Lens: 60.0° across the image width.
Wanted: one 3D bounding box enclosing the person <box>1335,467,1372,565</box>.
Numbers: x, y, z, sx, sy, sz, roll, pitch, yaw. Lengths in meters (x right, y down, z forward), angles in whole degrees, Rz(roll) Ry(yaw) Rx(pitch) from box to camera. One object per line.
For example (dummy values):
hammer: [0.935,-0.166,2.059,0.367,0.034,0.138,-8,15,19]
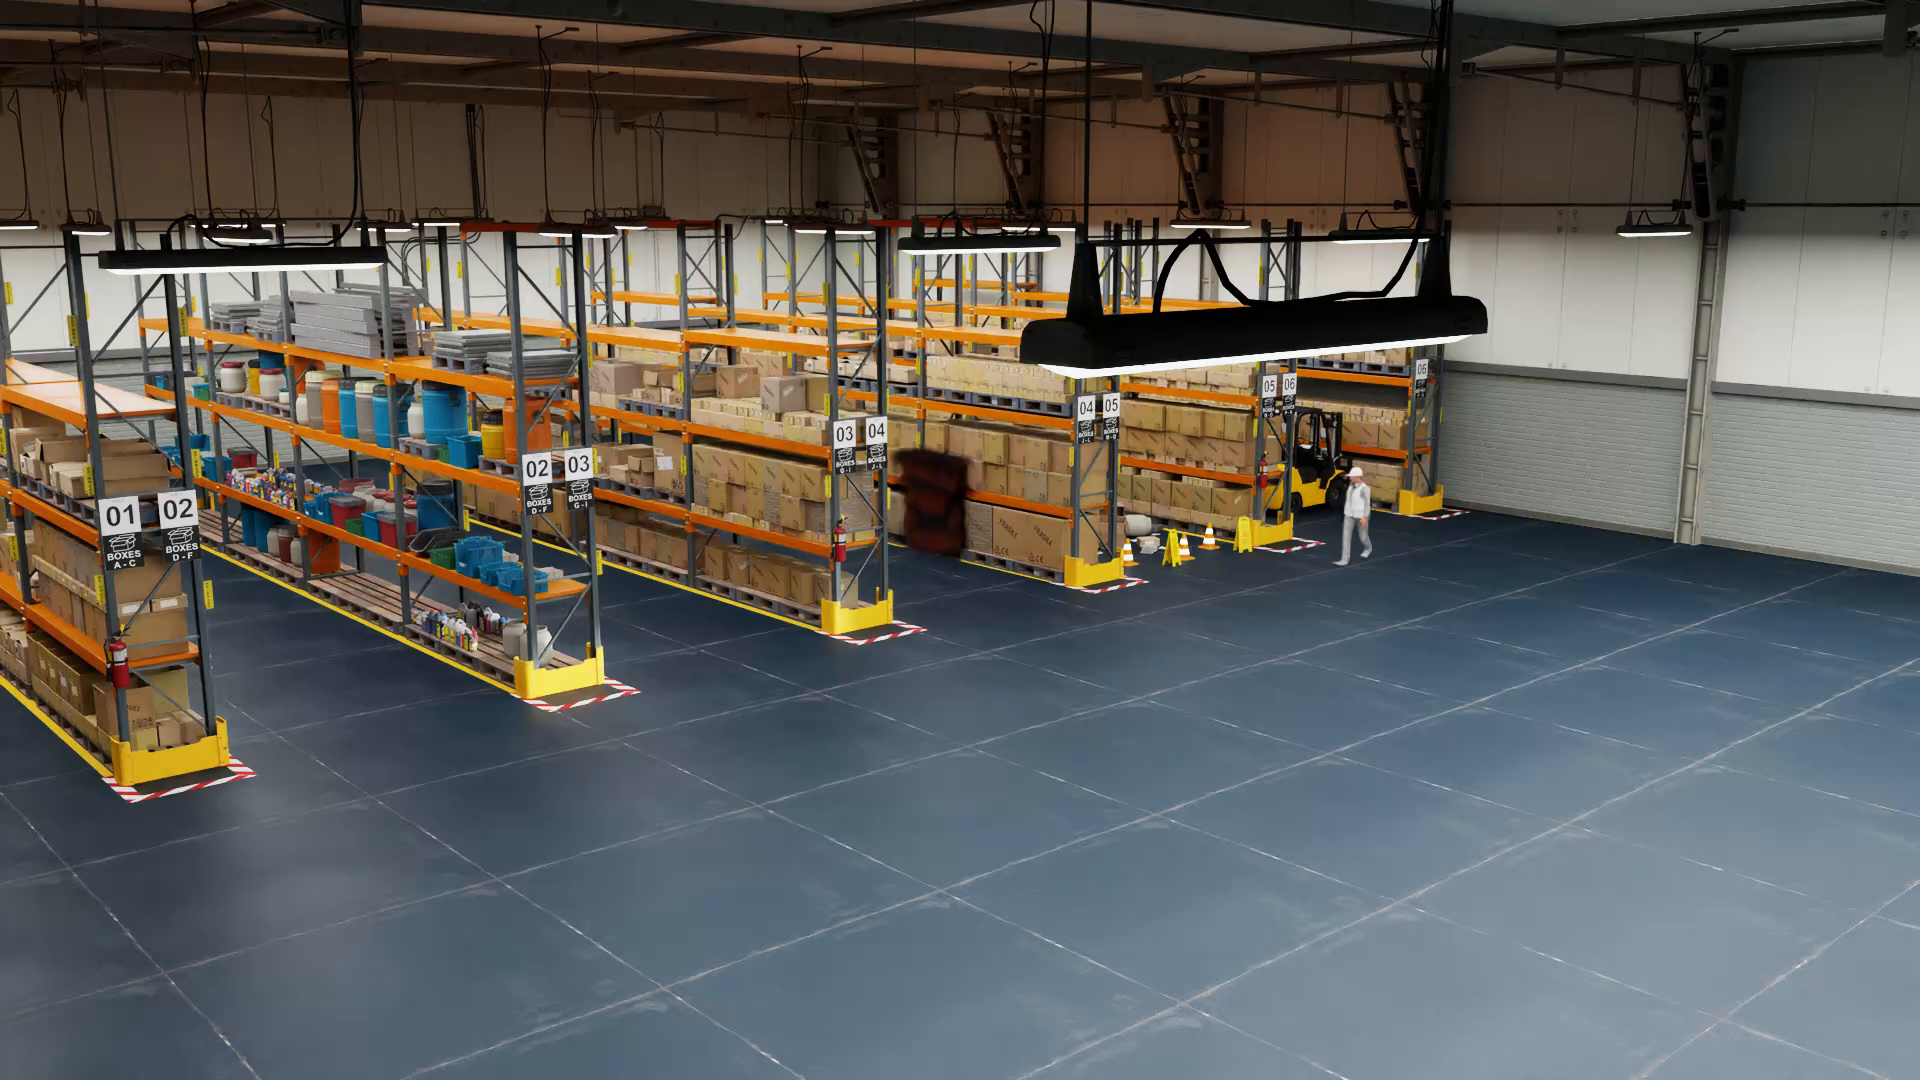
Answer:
person: [7.091,-0.437,29.649,0.502,1.749,0.982,6,13,29]
